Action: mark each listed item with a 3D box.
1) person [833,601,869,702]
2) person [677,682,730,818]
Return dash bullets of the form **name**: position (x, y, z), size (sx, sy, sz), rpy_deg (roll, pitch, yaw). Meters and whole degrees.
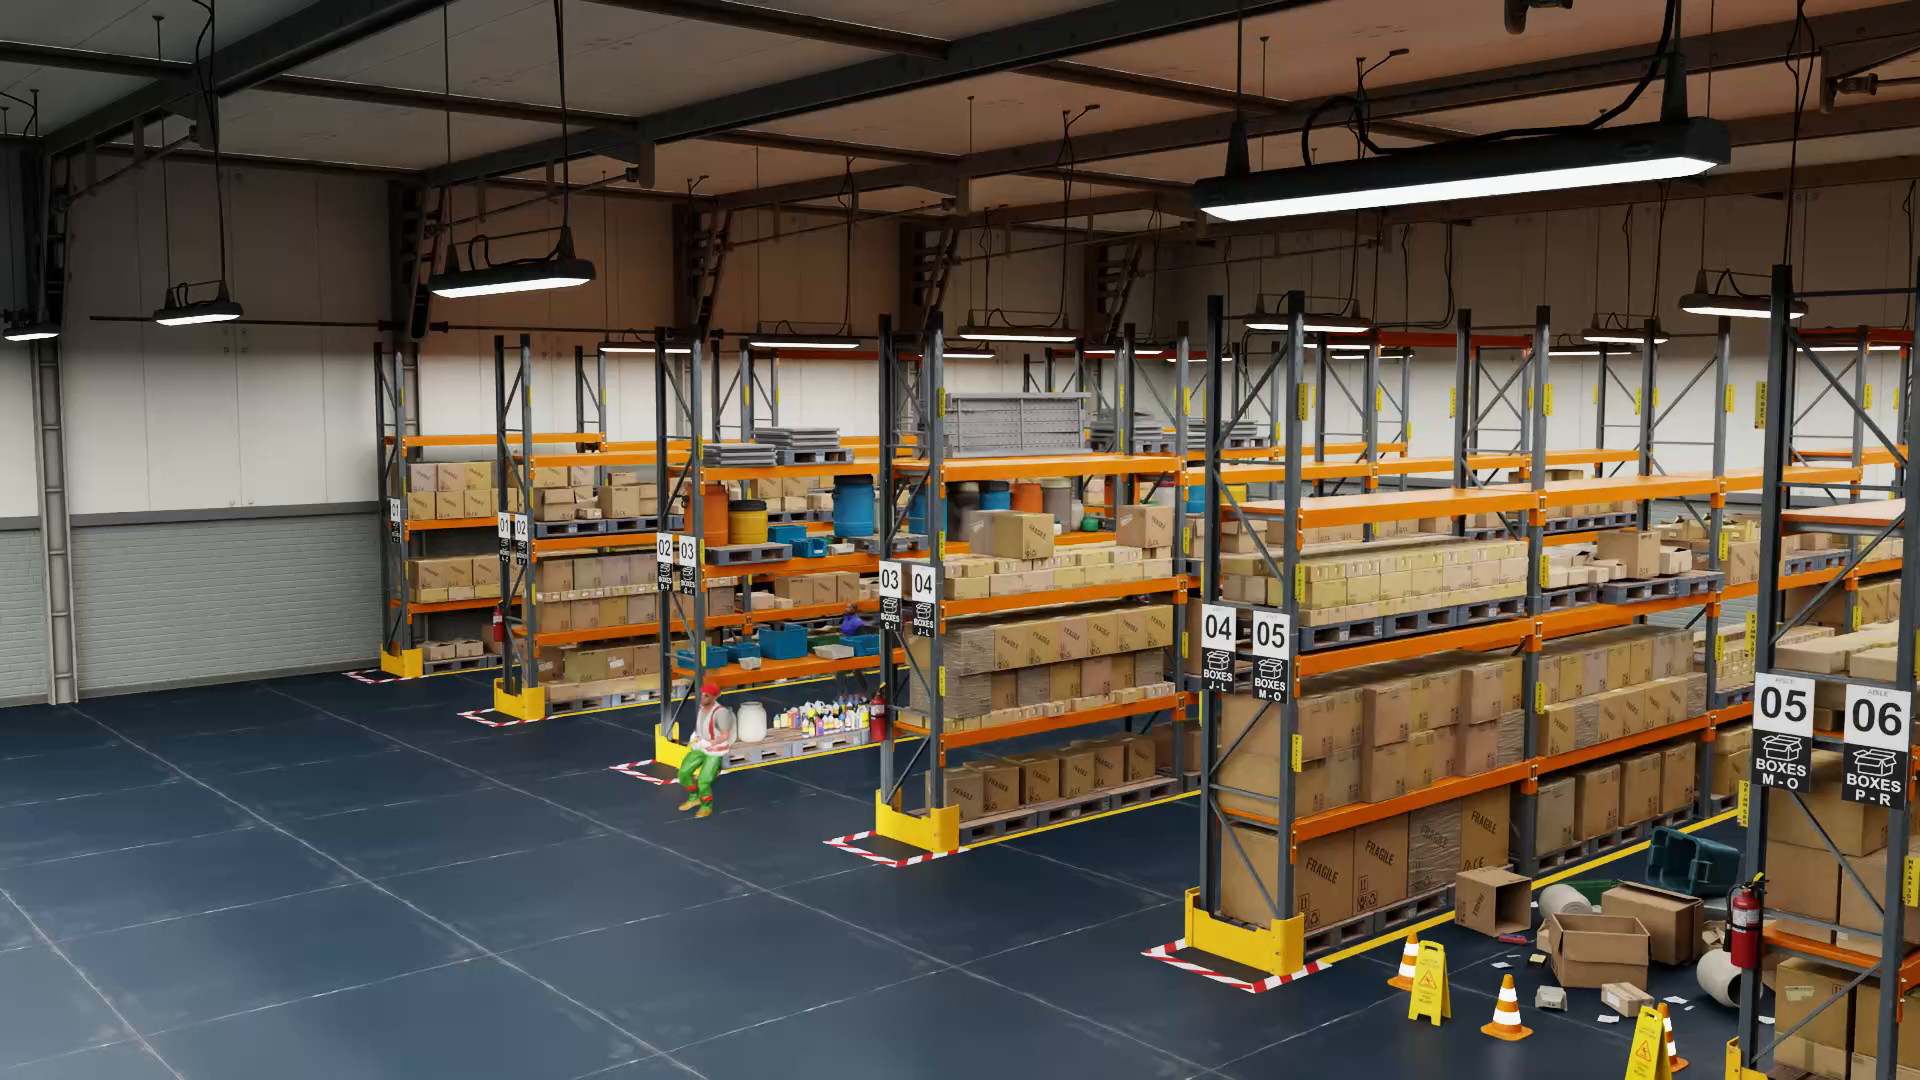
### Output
- **person**: position (-1.773, 1.853, 27.521), size (0.598, 1.695, 0.679), rpy_deg (5, 7, 42)
- **person**: position (-3.086, 2.532, 19.921), size (0.848, 1.703, 0.689), rpy_deg (3, 6, 31)
